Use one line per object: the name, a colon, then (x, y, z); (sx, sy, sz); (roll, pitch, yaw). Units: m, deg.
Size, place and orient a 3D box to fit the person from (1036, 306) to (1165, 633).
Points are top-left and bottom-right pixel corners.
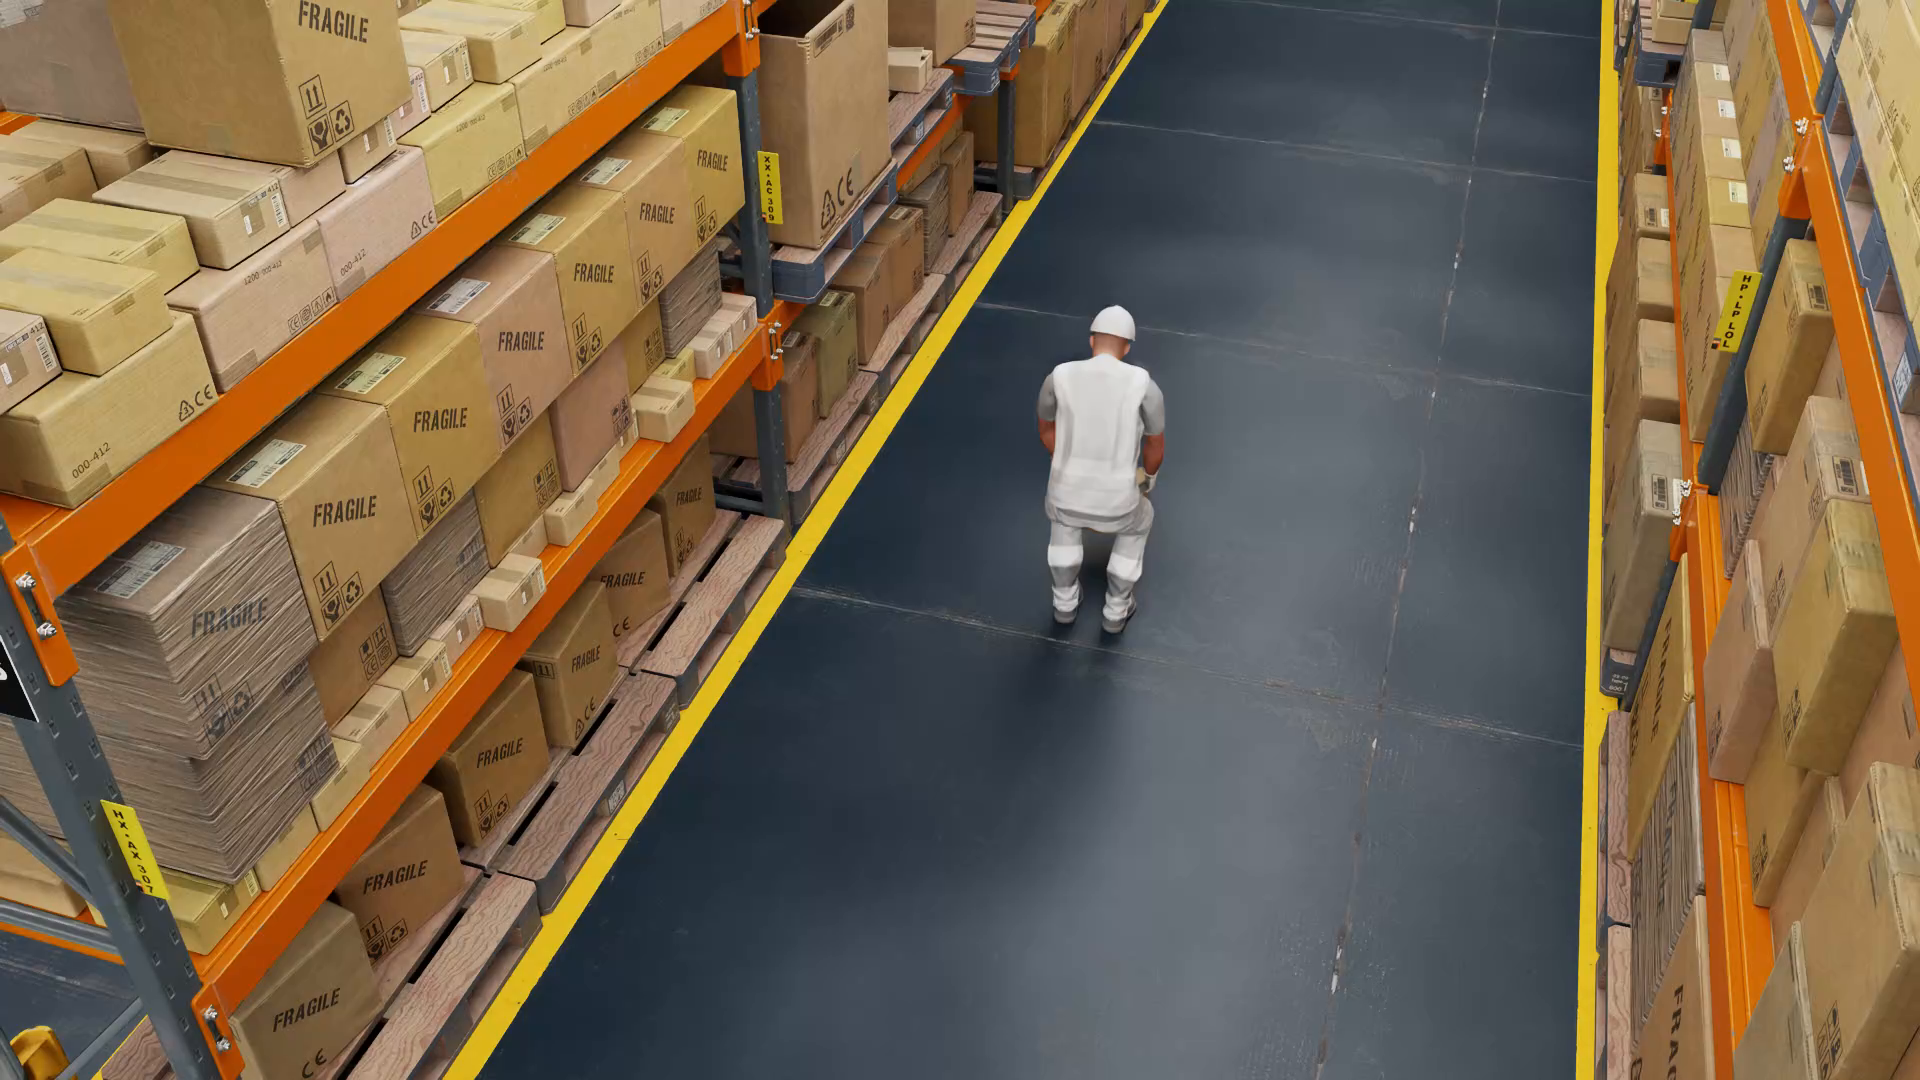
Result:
person: (0.610, -0.292, 7.530); (0.582, 1.472, 0.730); (11, 38, 14)
